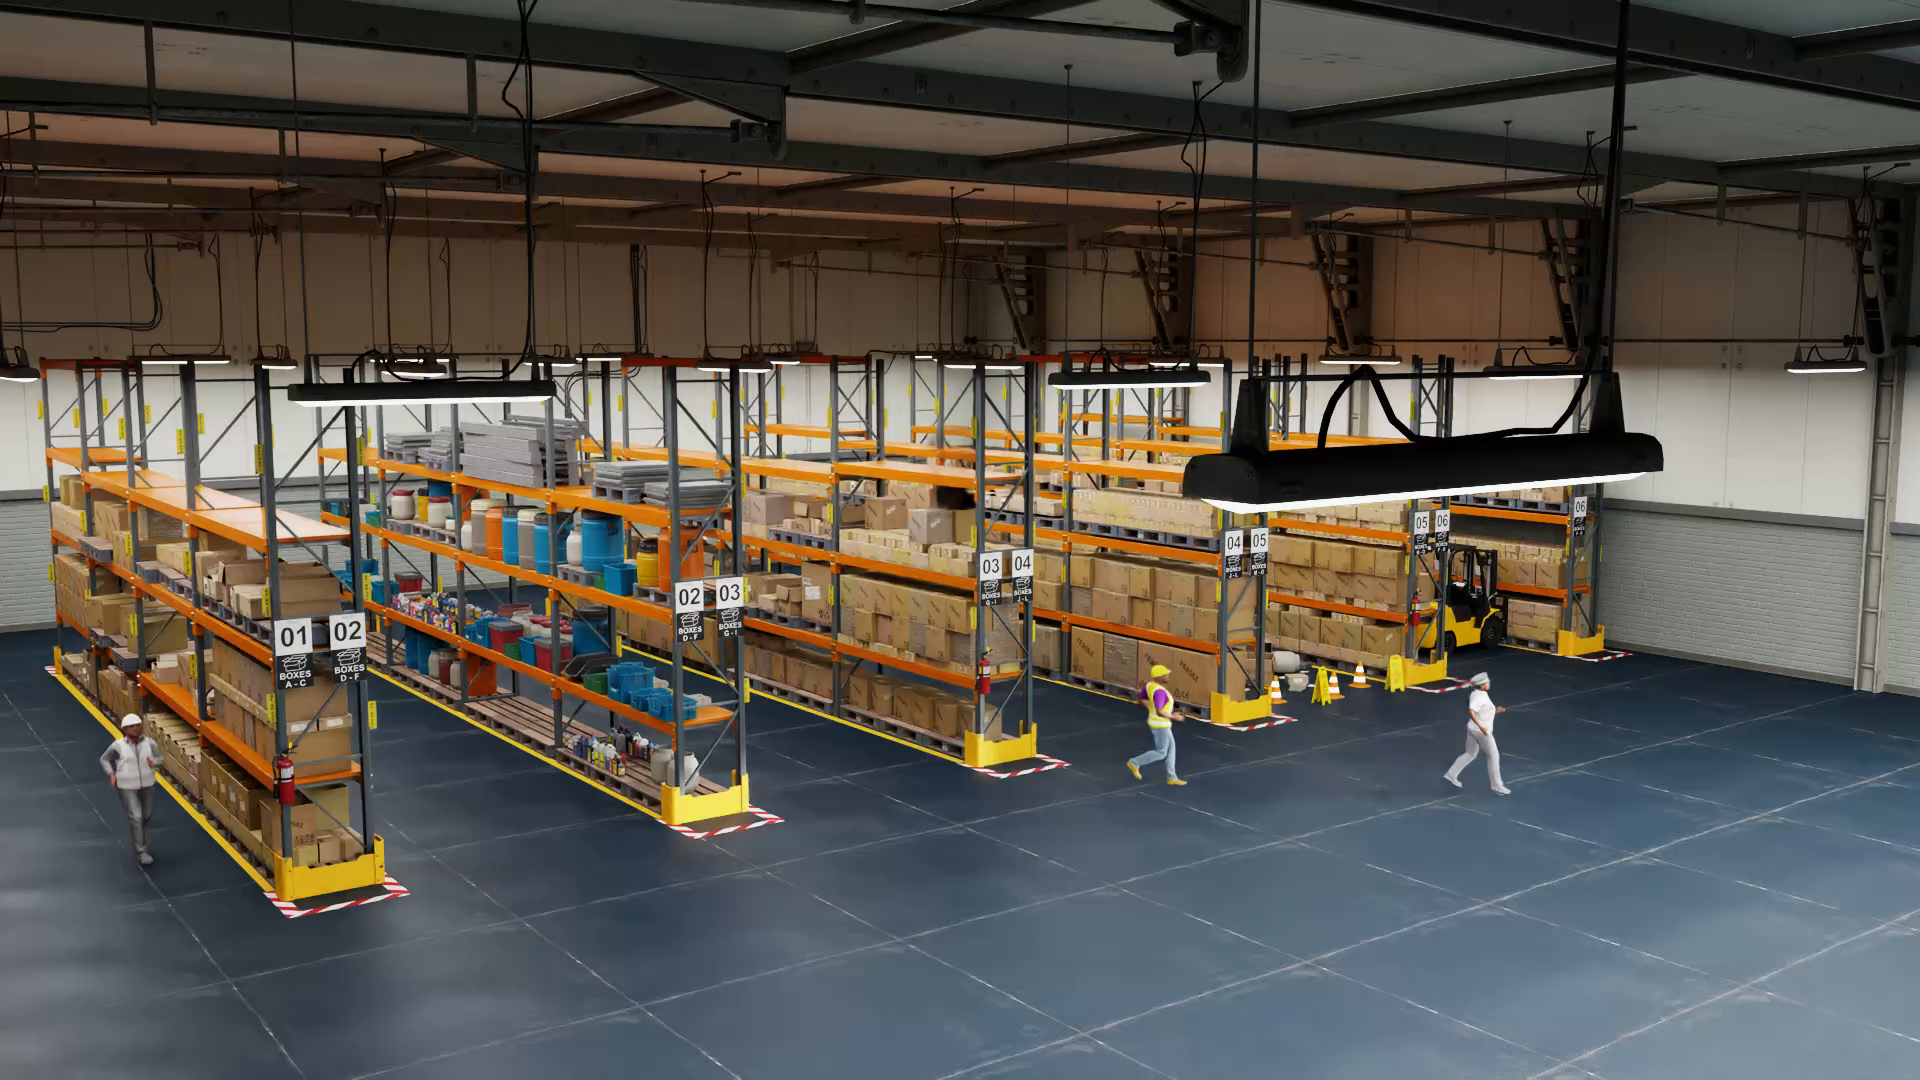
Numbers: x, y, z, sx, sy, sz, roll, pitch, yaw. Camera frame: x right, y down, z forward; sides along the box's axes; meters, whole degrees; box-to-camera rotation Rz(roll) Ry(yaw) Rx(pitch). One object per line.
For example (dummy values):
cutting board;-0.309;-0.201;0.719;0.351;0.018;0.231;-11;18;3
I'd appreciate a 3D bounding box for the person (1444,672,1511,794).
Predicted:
person;7.253;2.689;23.221;0.908;1.711;0.566;0;7;-2

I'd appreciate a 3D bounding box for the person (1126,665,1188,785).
person;2.803;2.639;23.599;0.900;1.758;0.704;0;7;-3

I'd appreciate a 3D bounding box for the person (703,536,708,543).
person;-6.166;0.759;39.430;0.760;1.708;0.509;1;7;9

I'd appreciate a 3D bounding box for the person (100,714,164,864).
person;-10.067;2.995;20.320;0.969;1.758;0.656;7;9;43
